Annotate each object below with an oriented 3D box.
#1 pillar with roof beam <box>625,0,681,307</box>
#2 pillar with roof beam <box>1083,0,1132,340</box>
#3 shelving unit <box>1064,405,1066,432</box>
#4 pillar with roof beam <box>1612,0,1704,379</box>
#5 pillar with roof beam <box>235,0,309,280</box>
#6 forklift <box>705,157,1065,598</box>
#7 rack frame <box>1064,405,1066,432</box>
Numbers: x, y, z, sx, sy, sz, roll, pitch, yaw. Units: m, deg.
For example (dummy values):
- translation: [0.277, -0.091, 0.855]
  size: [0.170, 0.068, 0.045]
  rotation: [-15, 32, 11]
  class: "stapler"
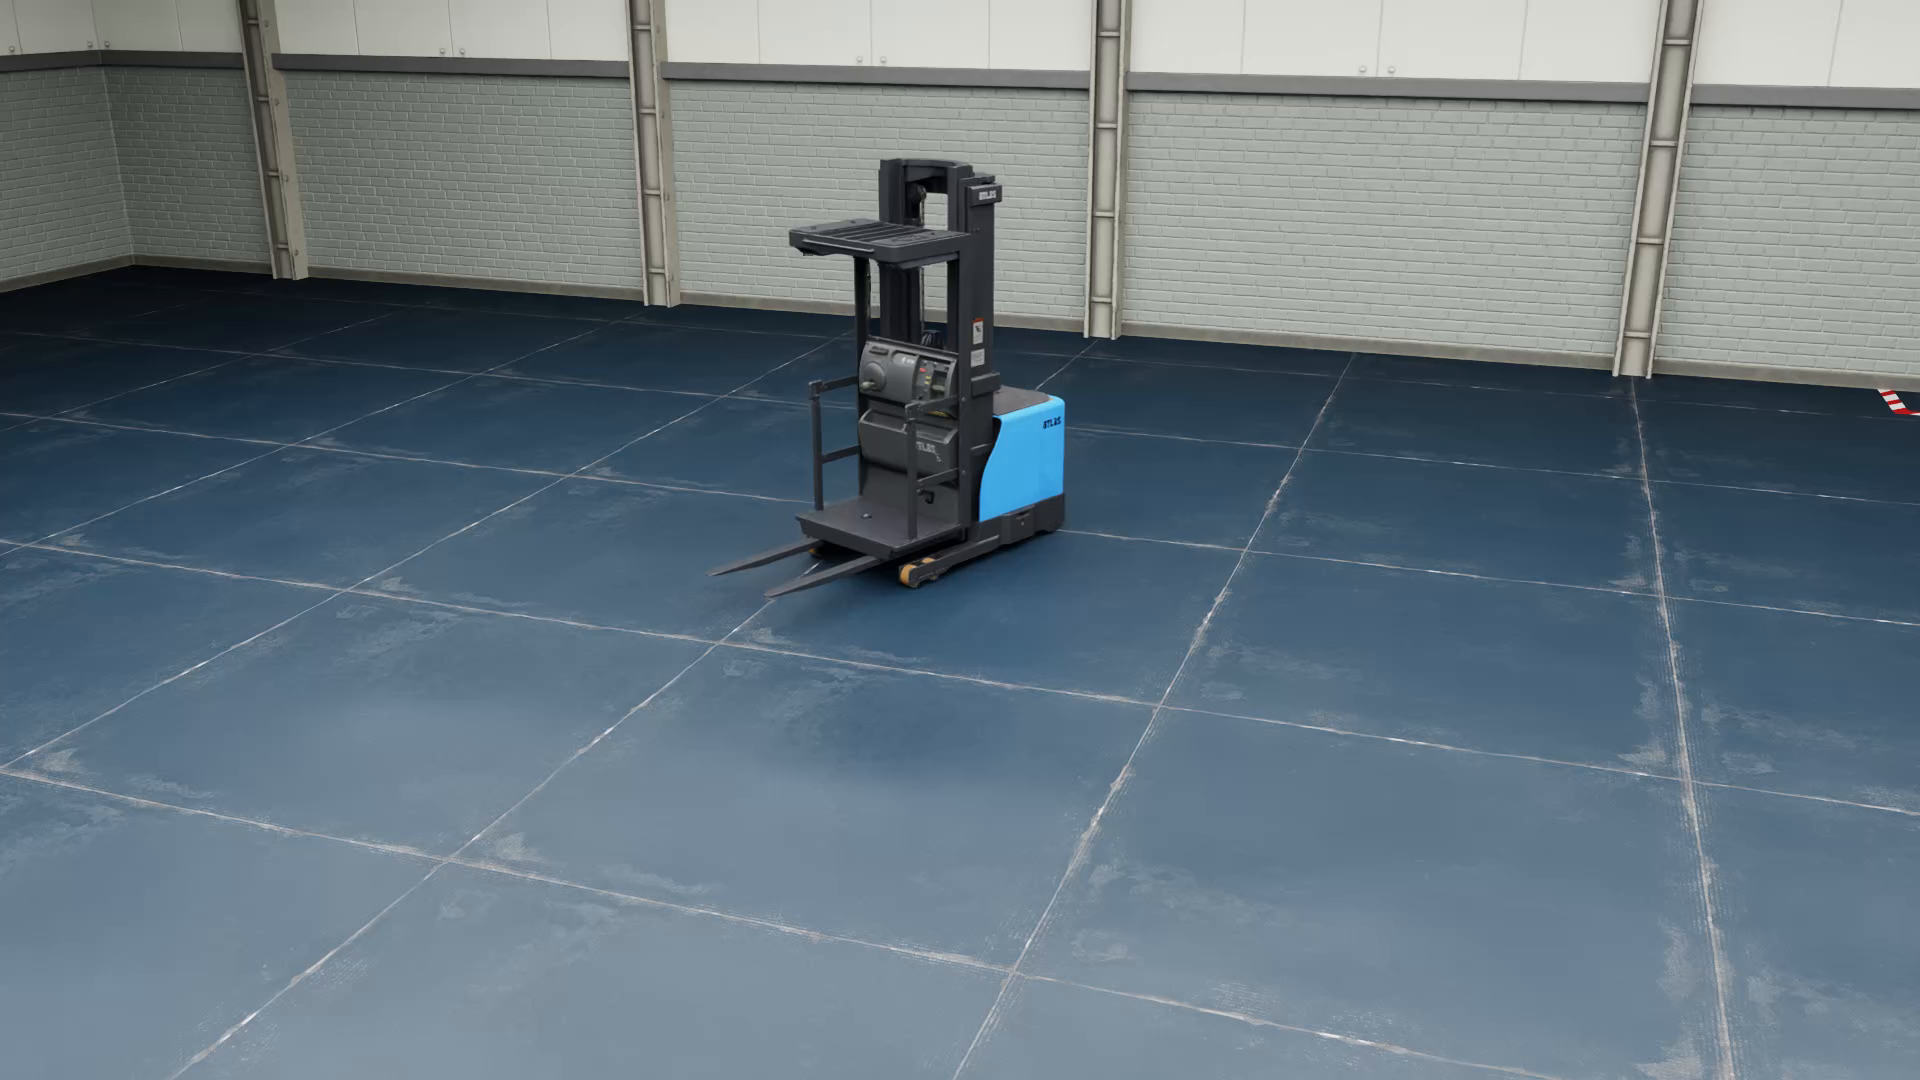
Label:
- translation: [-5.351, -6.035, 16.718]
  size: [0.400, 9.000, 9.100]
  rotation: [7, 20, 18]
  class: "pillar with roof beam"
- translation: [0.317, -5.387, 14.859]
  size: [0.400, 9.000, 9.100]
  rotation: [7, 20, 18]
  class: "pillar with roof beam"
- translation: [0.687, -0.664, 13.595]
  size: [0.210, 0.900, 0.258]
  rotation: [16, 22, 38]
  class: "shelving unit"
- translation: [5.985, -4.739, 12.999]
  size: [0.400, 9.000, 9.100]
  rotation: [7, 20, 18]
  class: "pillar with roof beam"
- translation: [-11.019, -6.683, 18.577]
  size: [0.400, 9.000, 9.100]
  rotation: [7, 20, 18]
  class: "pillar with roof beam"
- translation: [-0.529, -1.229, 12.148]
  size: [1.130, 2.935, 3.031]
  rotation: [17, 25, 40]
  class: "forklift"
- translation: [0.764, -0.642, 13.532]
  size: [0.006, 0.900, 0.240]
  rotation: [16, 22, 38]
  class: "rack frame"
